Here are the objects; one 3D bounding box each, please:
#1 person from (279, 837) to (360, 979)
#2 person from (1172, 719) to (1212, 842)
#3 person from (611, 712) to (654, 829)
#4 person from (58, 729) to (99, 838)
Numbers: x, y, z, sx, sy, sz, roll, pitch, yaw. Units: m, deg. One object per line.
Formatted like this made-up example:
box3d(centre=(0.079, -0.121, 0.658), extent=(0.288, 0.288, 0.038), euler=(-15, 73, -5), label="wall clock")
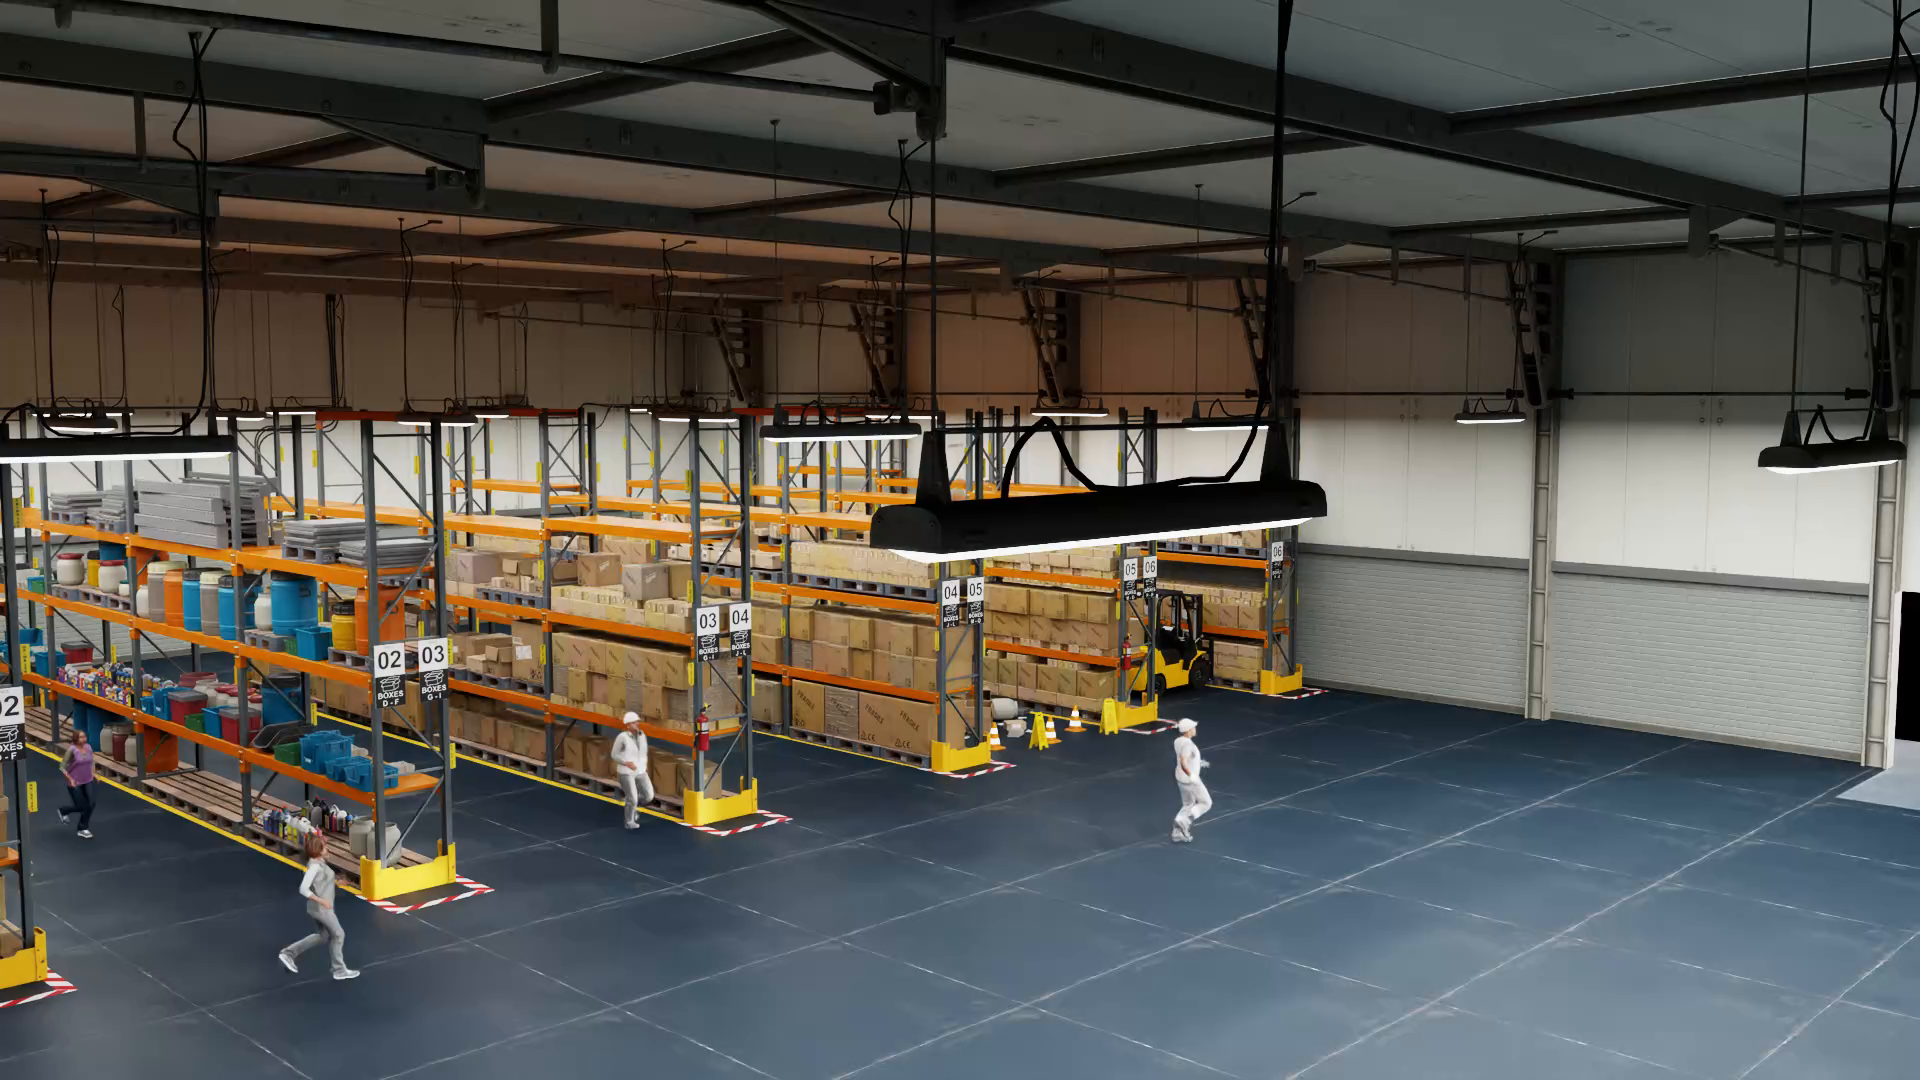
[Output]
box3d(centre=(-6.887, 3.963, 17.825), extent=(0.813, 1.569, 0.530), euler=(-2, 5, -21), label="person")
box3d(centre=(3.274, 3.375, 23.407), extent=(0.603, 1.739, 0.664), euler=(-1, 5, -15), label="person")
box3d(centre=(-4.718, 3.347, 24.064), extent=(0.606, 1.734, 0.687), euler=(5, 7, 43), label="person")
box3d(centre=(-12.605, 3.470, 23.754), extent=(0.571, 1.540, 0.522), euler=(3, 6, 29), label="person")
